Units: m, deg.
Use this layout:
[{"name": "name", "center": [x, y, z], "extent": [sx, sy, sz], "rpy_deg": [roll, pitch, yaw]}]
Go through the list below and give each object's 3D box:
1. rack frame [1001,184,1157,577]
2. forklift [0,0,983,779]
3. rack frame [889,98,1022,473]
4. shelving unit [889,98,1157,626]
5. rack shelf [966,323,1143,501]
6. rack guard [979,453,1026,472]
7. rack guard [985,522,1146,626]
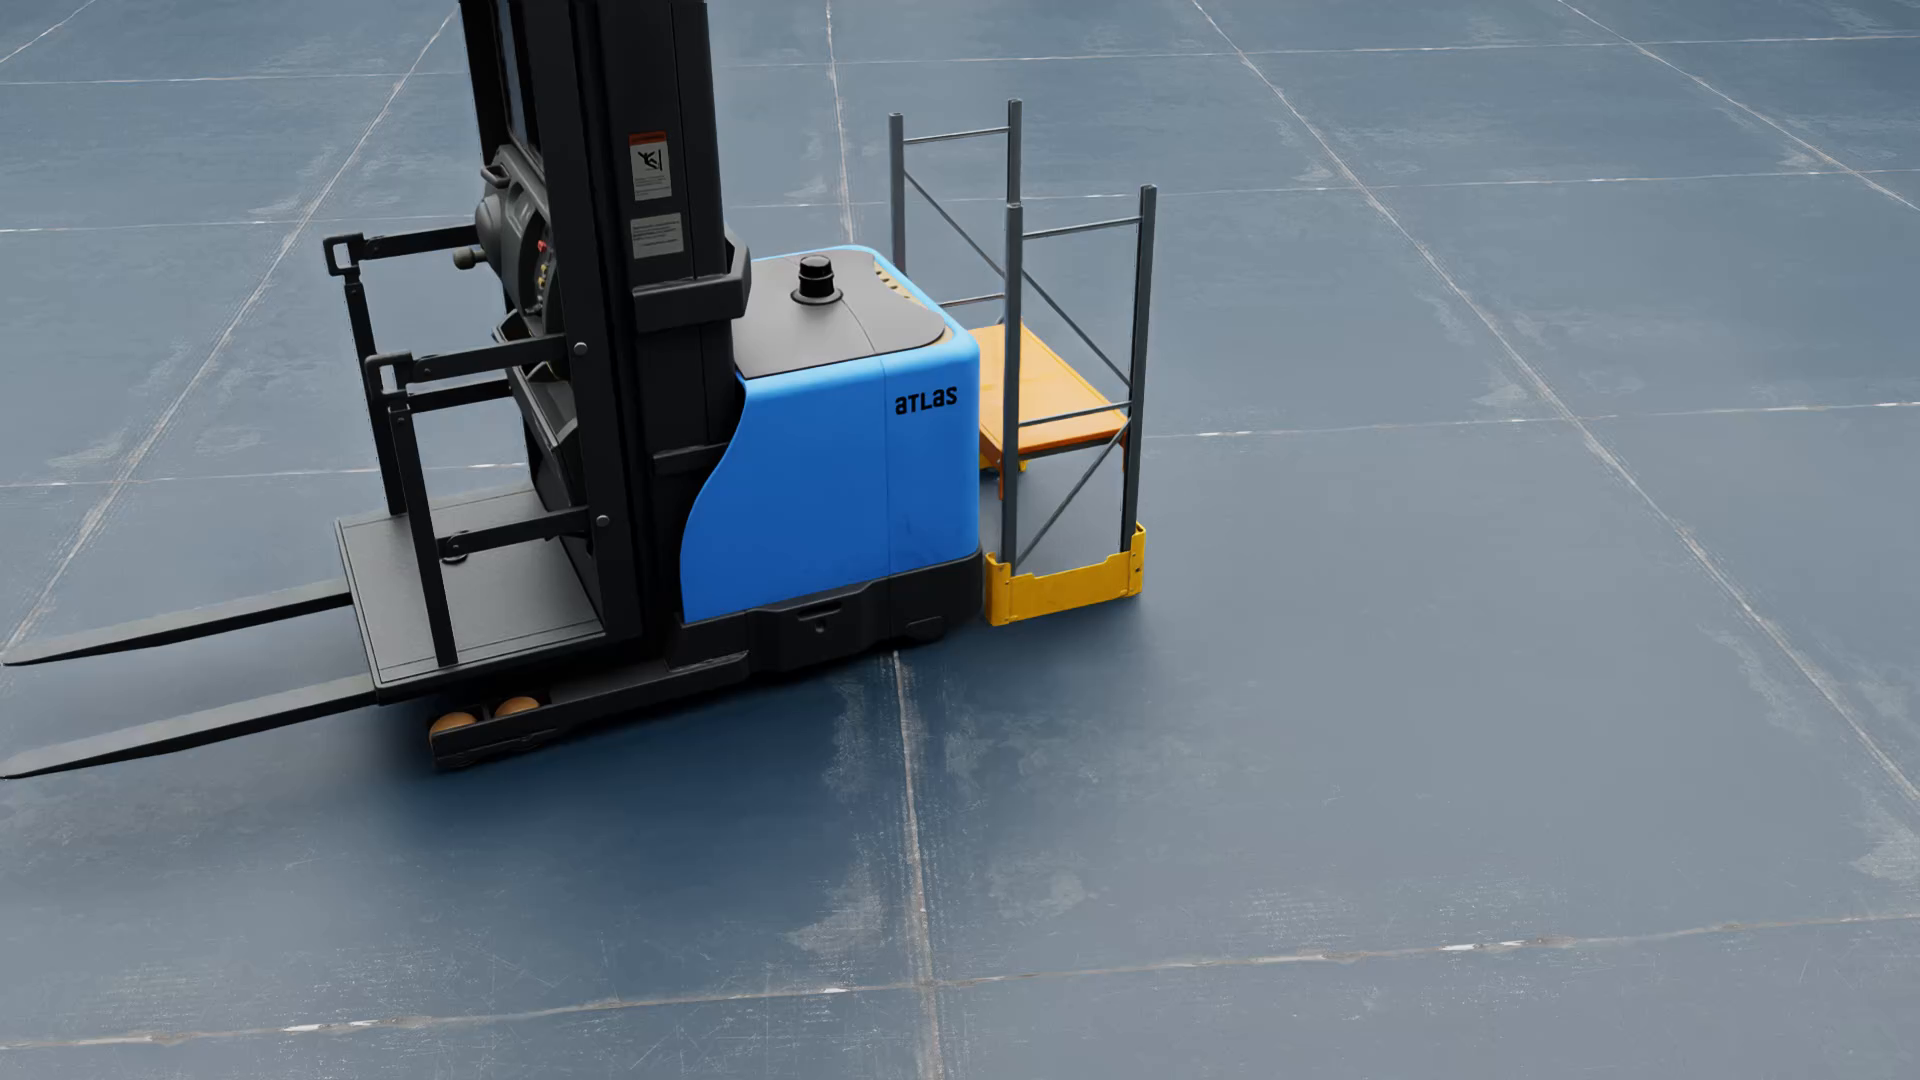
[{"name": "rack frame", "center": [0.376, -0.410, 5.474], "extent": [0.500, 1.500, 0.032], "rpy_deg": [-12, 33, -19]}, {"name": "forklift", "center": [-1.484, -0.872, 4.851], "extent": [3.031, 2.935, 1.130], "rpy_deg": [-13, 33, -21]}, {"name": "rack frame", "center": [-0.013, -0.892, 6.281], "extent": [0.500, 1.500, 0.032], "rpy_deg": [-12, 33, -19]}, {"name": "shelving unit", "center": [0.178, -0.655, 5.885], "extent": [0.587, 1.500, 1.083], "rpy_deg": [-12, 33, -19]}, {"name": "rack shelf", "center": [0.181, -0.497, 5.970], "extent": [0.538, 0.185, 1.000], "rpy_deg": [-12, 33, -19]}, {"name": "rack guard", "center": [-0.013, -0.355, 6.600], "extent": [0.587, 0.250, 0.087], "rpy_deg": [-12, 33, -19]}, {"name": "rack guard", "center": [0.368, 0.117, 5.810], "extent": [0.587, 0.250, 0.087], "rpy_deg": [-12, 33, -19]}]
